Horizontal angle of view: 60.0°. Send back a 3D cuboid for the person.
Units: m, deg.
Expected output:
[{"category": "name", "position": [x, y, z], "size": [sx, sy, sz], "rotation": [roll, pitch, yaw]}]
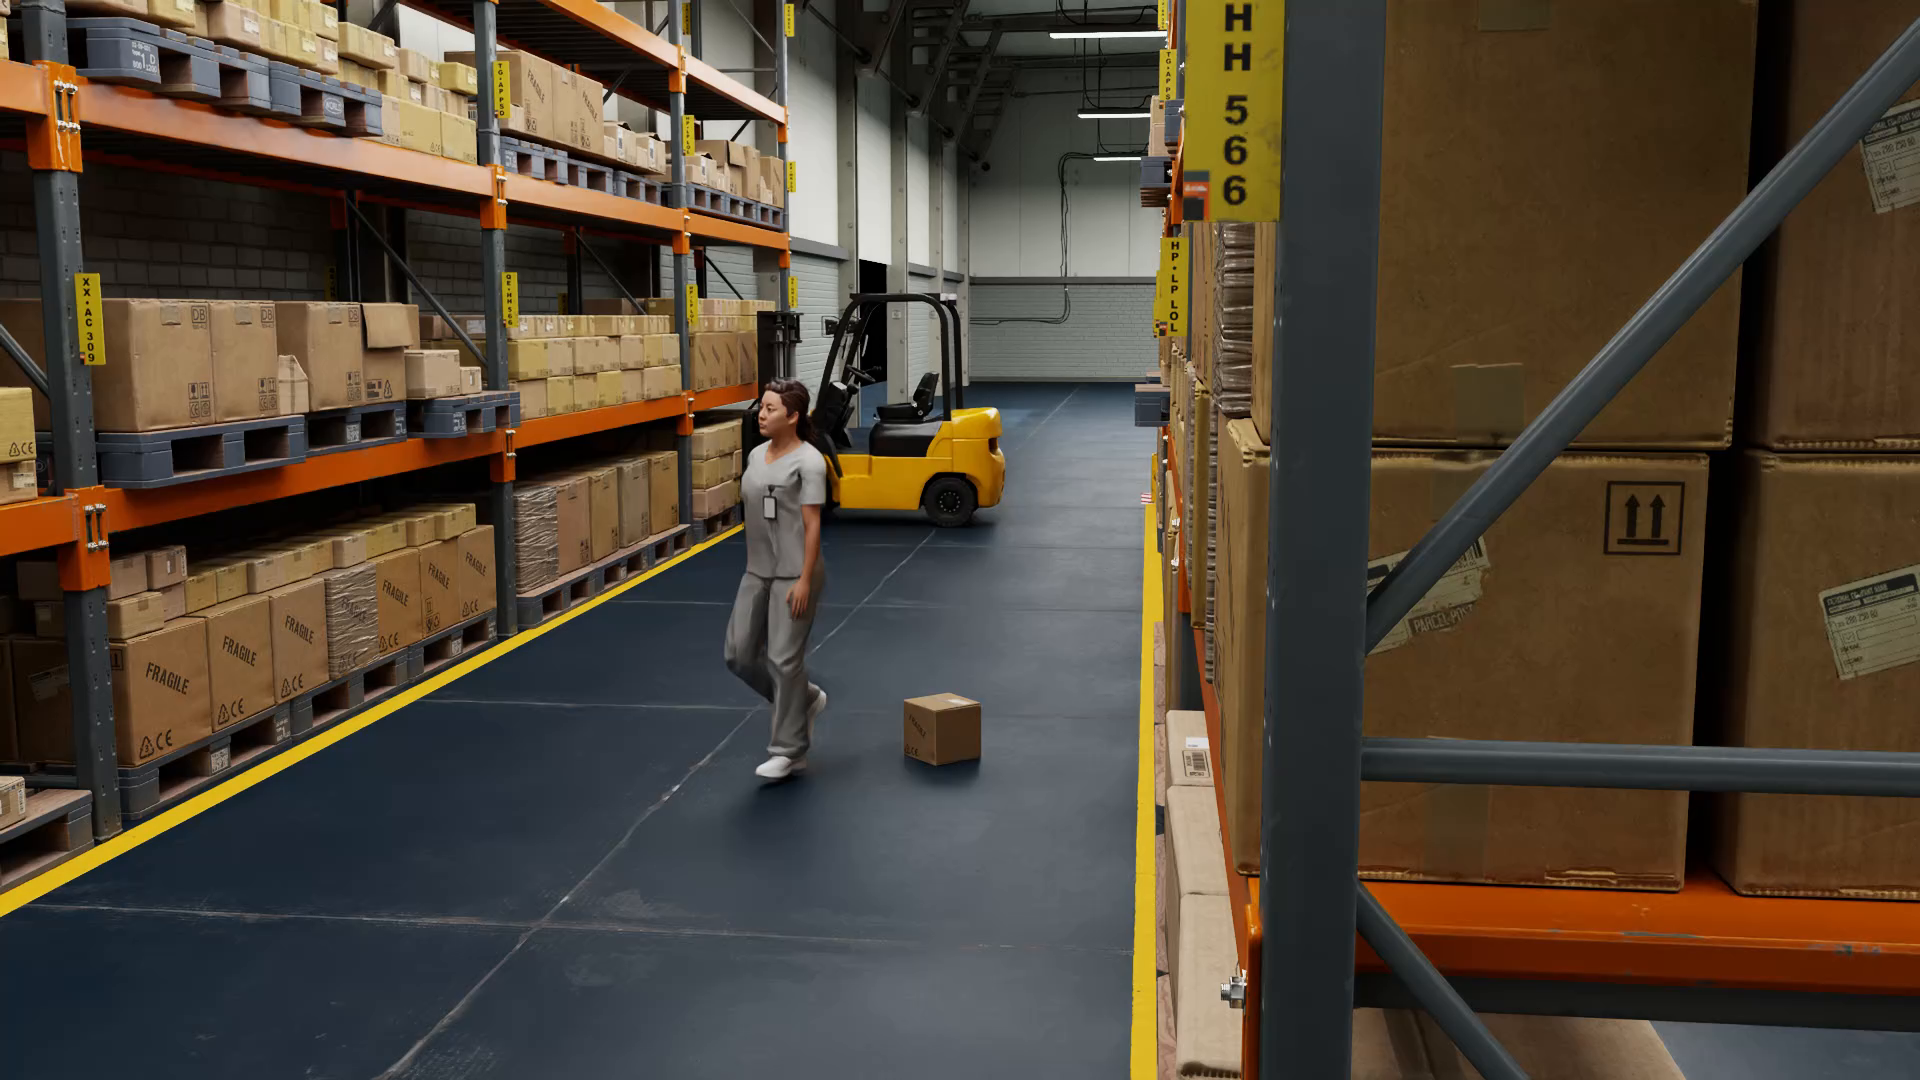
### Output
[{"category": "person", "position": [-0.712, 0.154, 7.017], "size": [0.452, 1.653, 0.521], "rotation": [6, 10, 38]}]
